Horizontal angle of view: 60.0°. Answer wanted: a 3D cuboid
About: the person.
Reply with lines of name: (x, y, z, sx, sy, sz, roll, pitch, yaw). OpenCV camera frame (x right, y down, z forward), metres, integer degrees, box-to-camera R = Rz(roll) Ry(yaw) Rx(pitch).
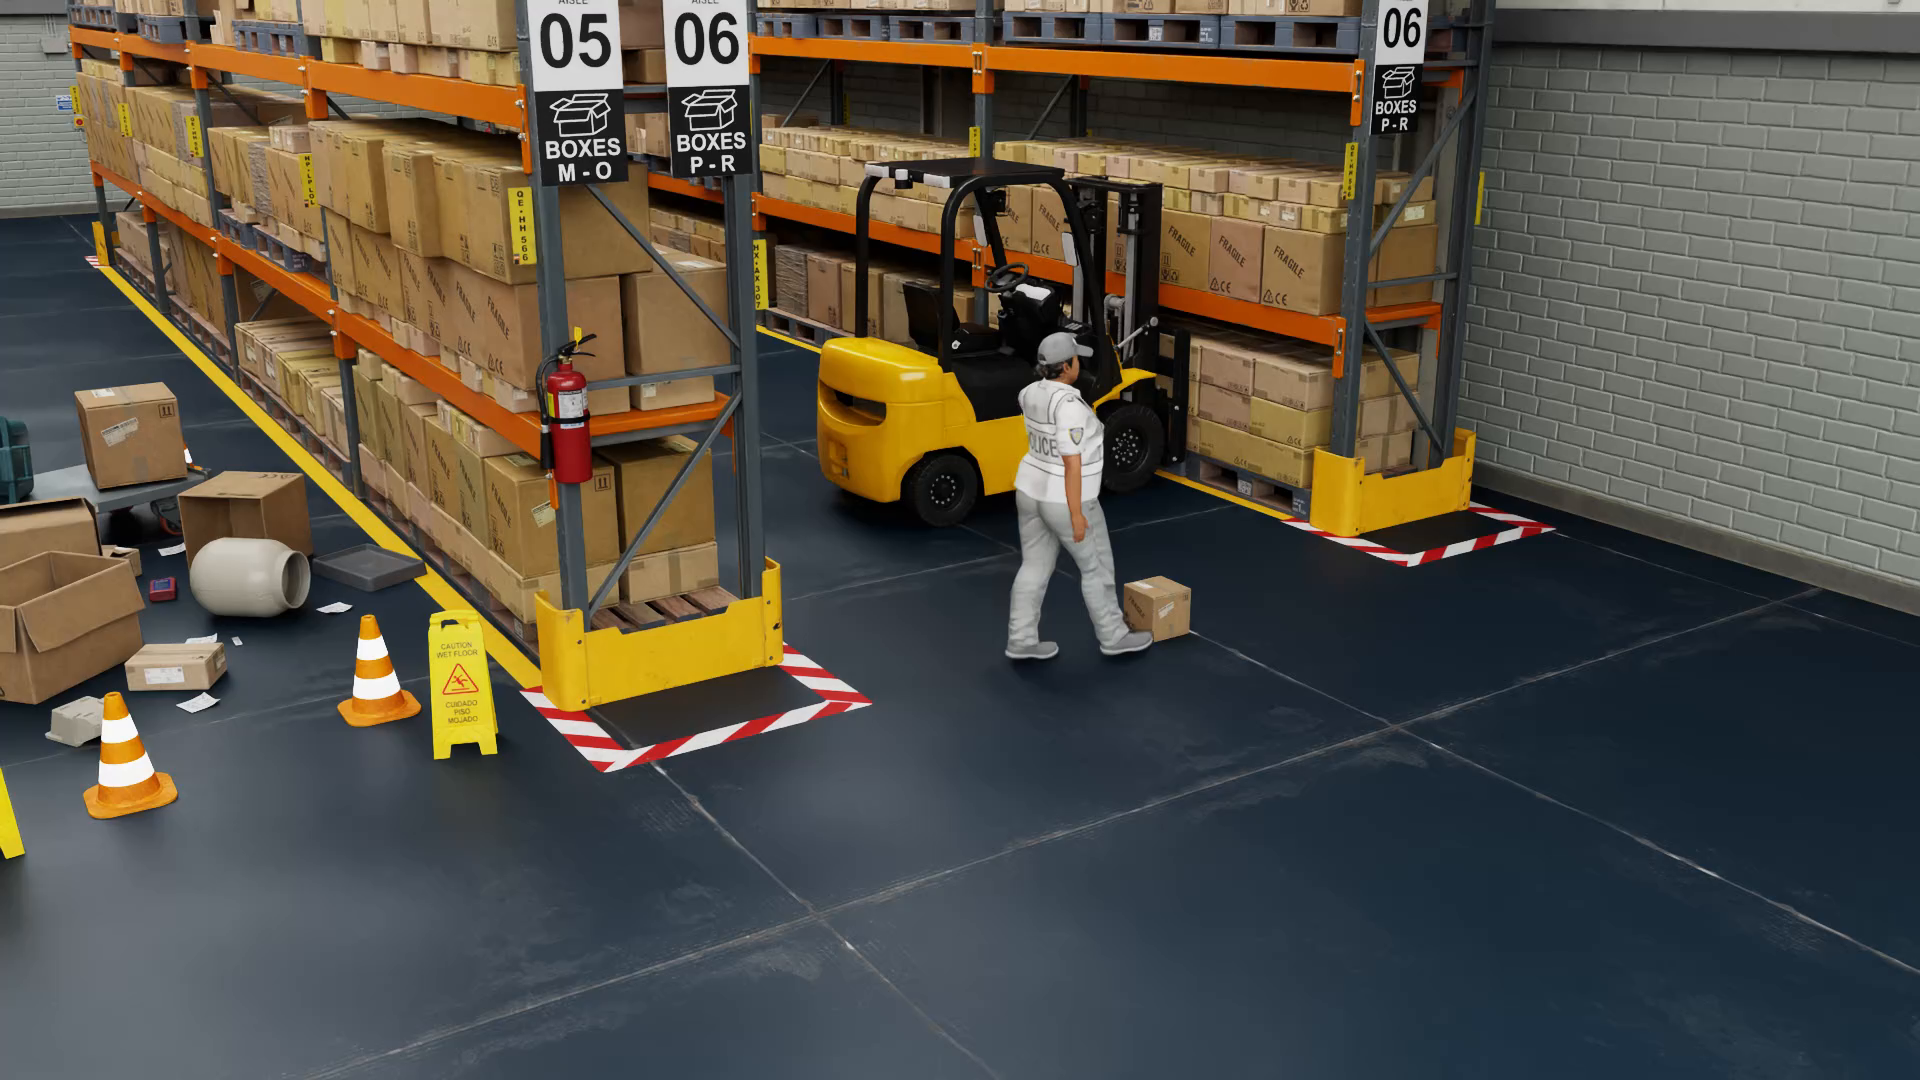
person: (0.576, -0.218, 8.185, 0.735, 1.656, 0.490, -12, 22, -32)
